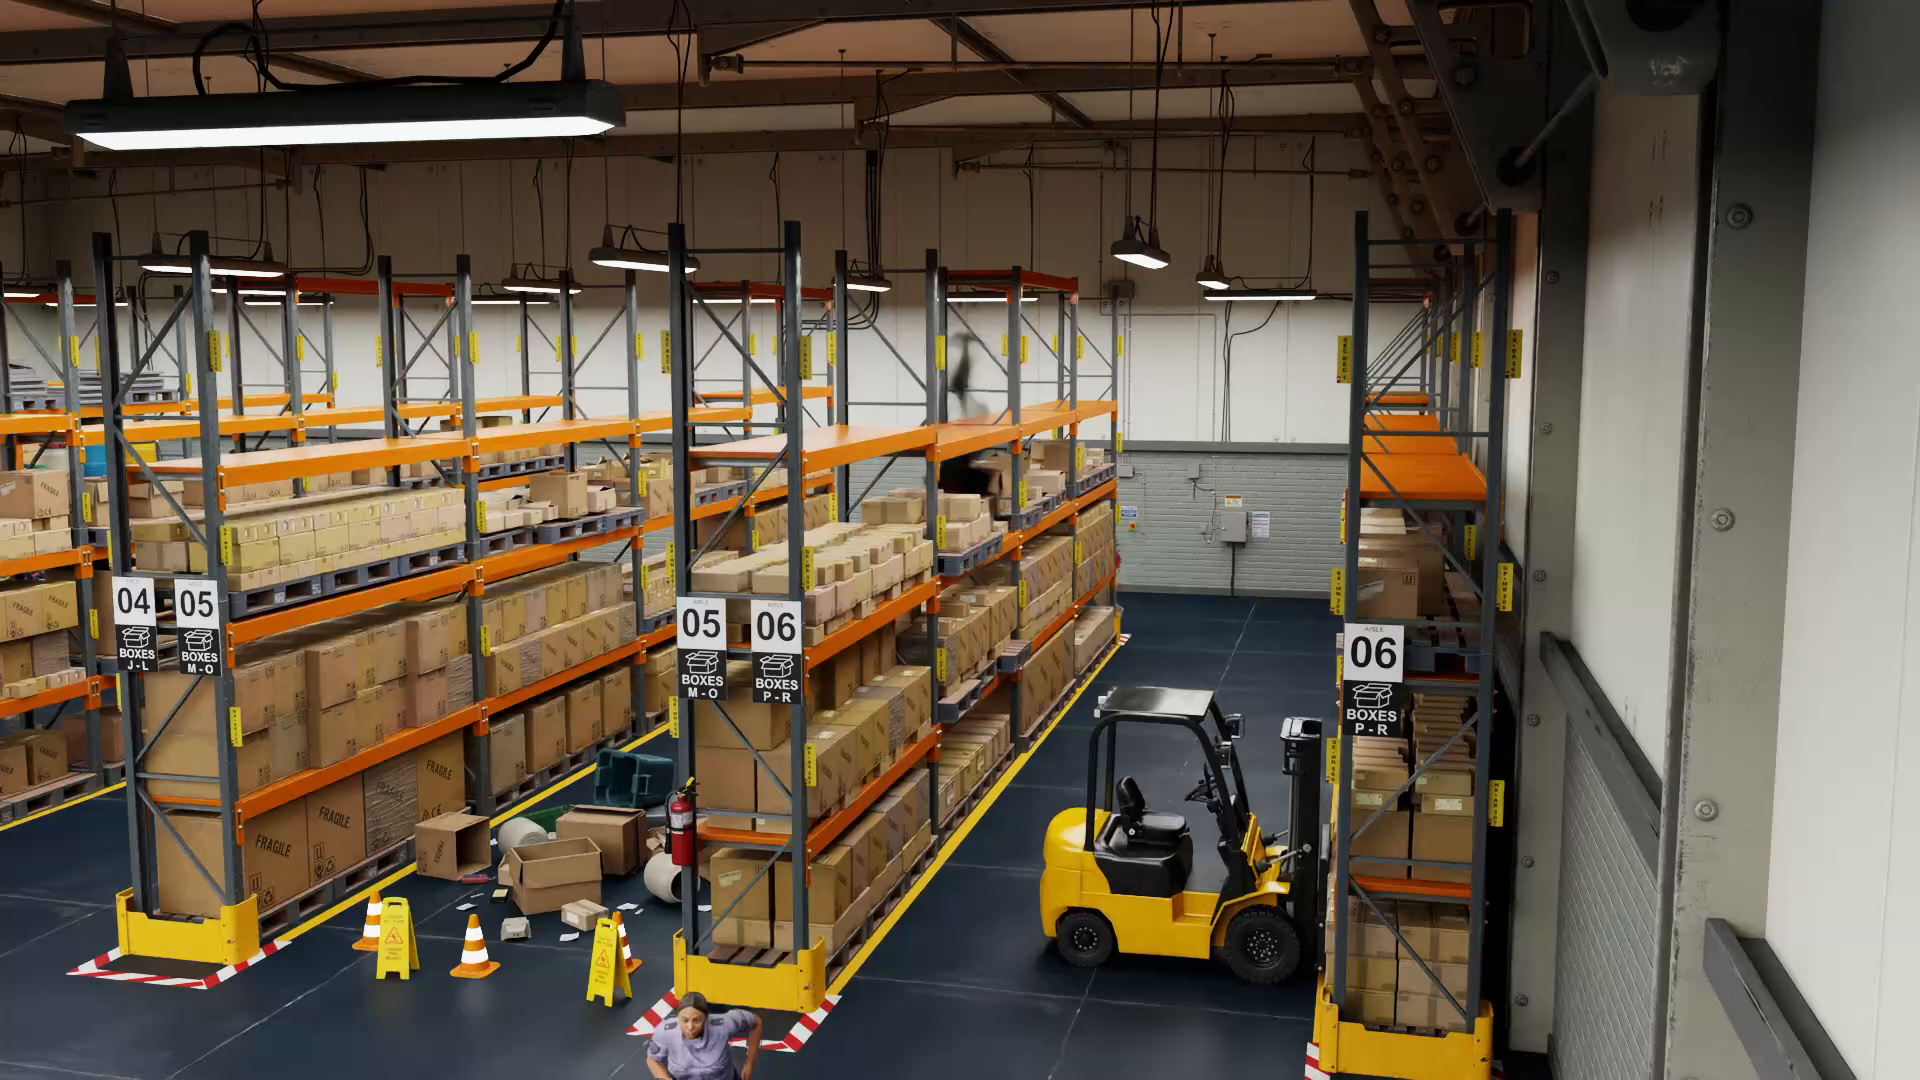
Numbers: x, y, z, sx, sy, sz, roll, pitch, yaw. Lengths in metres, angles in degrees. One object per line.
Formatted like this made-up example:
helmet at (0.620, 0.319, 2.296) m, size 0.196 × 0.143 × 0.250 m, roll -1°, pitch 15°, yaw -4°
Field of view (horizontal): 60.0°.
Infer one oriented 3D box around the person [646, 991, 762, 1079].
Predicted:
person at (-1.459, 3.260, 9.622) m, size 0.649 × 1.612 × 0.895 m, roll 0°, pitch 7°, yaw -1°

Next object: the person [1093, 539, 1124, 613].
person at (2.607, 0.753, 29.376) m, size 0.595 × 1.677 × 0.660 m, roll 0°, pitch 7°, yaw 3°

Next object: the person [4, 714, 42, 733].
person at (-11.692, 1.848, 20.544) m, size 0.604 × 1.659 × 0.531 m, roll 2°, pitch 7°, yaw 15°
